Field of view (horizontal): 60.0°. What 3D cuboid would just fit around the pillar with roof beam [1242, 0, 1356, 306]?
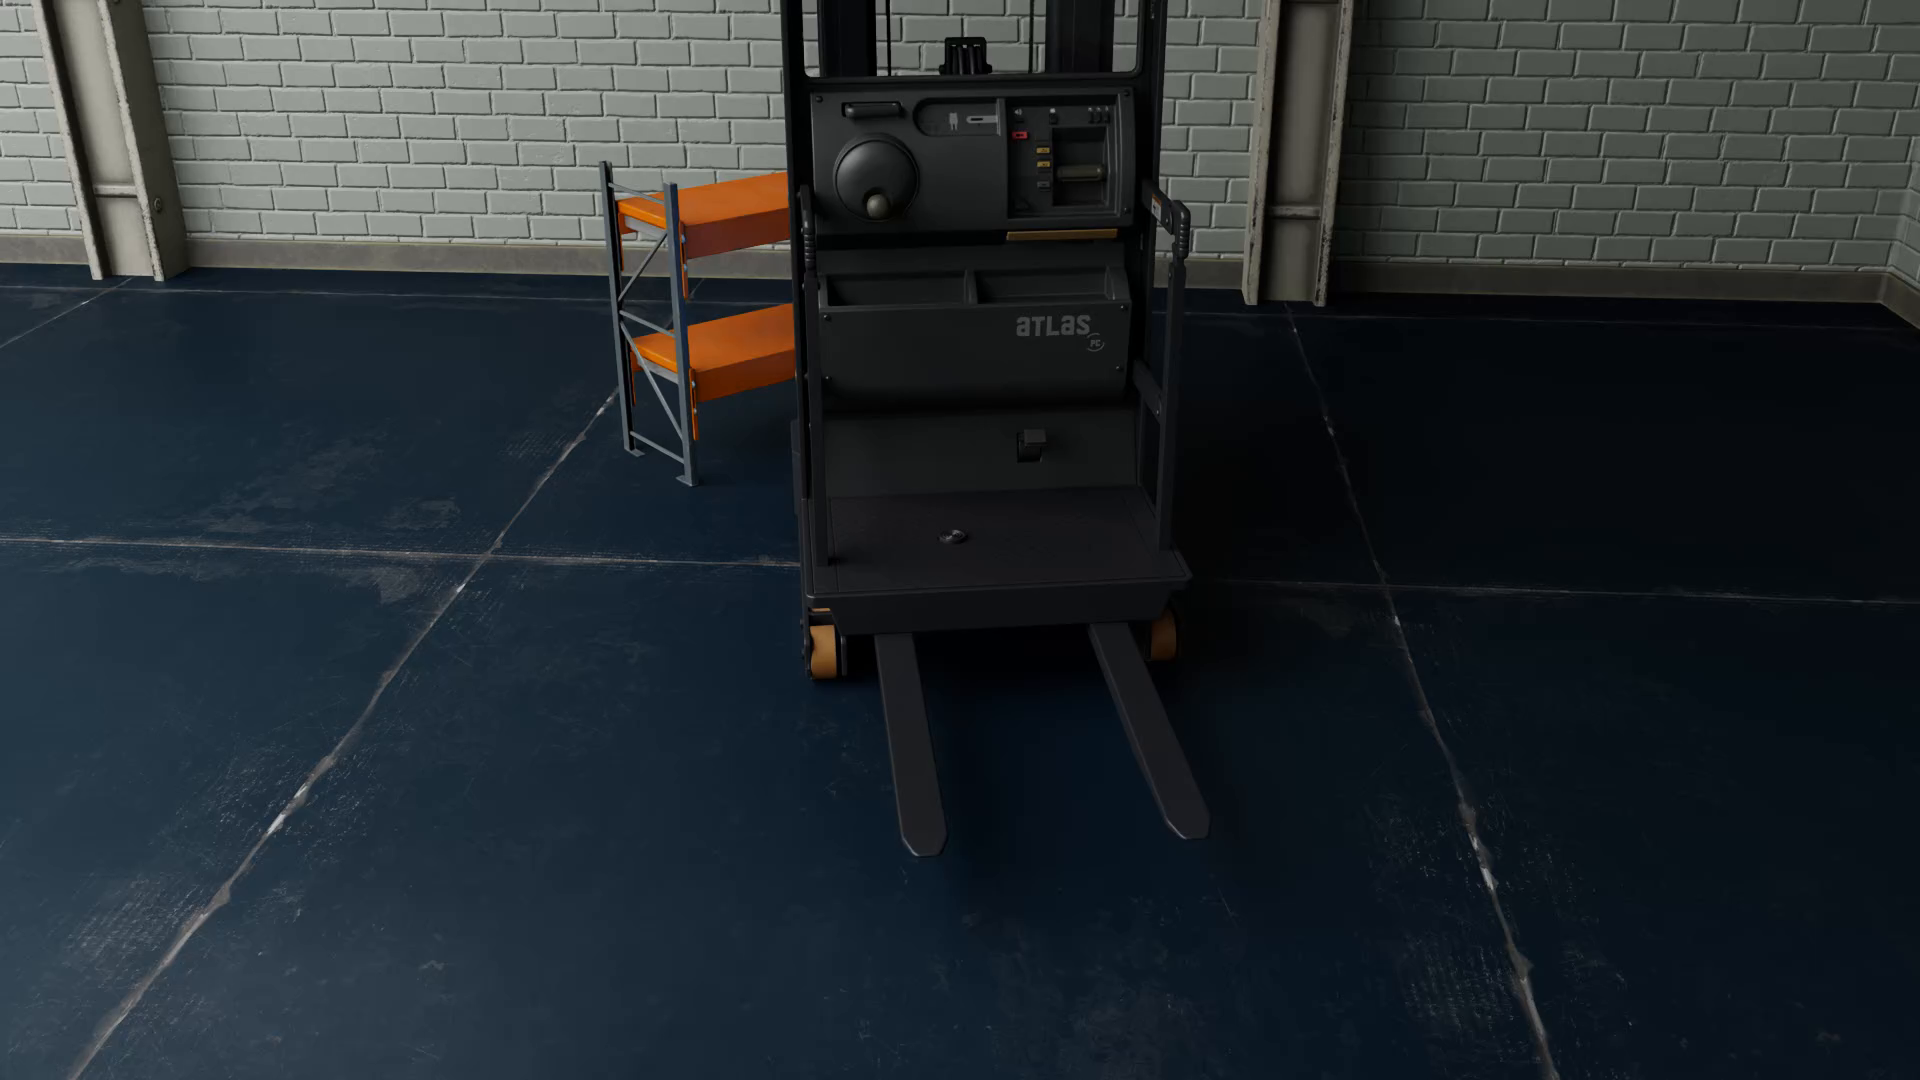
[{"bbox_3d":[1.309,-3.527,2.649,0.400,9.000,9.100,2,25,4],"label":"pillar with roof beam"}]

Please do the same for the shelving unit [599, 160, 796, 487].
[{"bbox_3d":[-0.755,-0.927,6.419,1.048,1.125,0.538,-19,31,-36],"label":"shelving unit"}]

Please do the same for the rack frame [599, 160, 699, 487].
[{"bbox_3d":[-1.145,-0.791,6.123,0.032,1.125,0.500,-19,31,-36],"label":"rack frame"}]

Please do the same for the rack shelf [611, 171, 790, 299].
[{"bbox_3d":[-0.755,-1.193,6.297,1.000,0.278,0.538,-19,31,-36],"label":"rack shelf"}]

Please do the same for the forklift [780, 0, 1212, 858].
[{"bbox_3d":[0.067,-1.072,4.573,1.130,2.935,3.031,-3,25,-6],"label":"forklift"}]

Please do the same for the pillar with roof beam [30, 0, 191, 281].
[{"bbox_3d":[-4.674,-3.719,3.067,0.400,9.000,9.100,2,25,4],"label":"pillar with roof beam"}]

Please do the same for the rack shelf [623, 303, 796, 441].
[{"bbox_3d":[-0.755,-0.705,6.522,1.000,0.278,0.538,-19,31,-36],"label":"rack shelf"}]
